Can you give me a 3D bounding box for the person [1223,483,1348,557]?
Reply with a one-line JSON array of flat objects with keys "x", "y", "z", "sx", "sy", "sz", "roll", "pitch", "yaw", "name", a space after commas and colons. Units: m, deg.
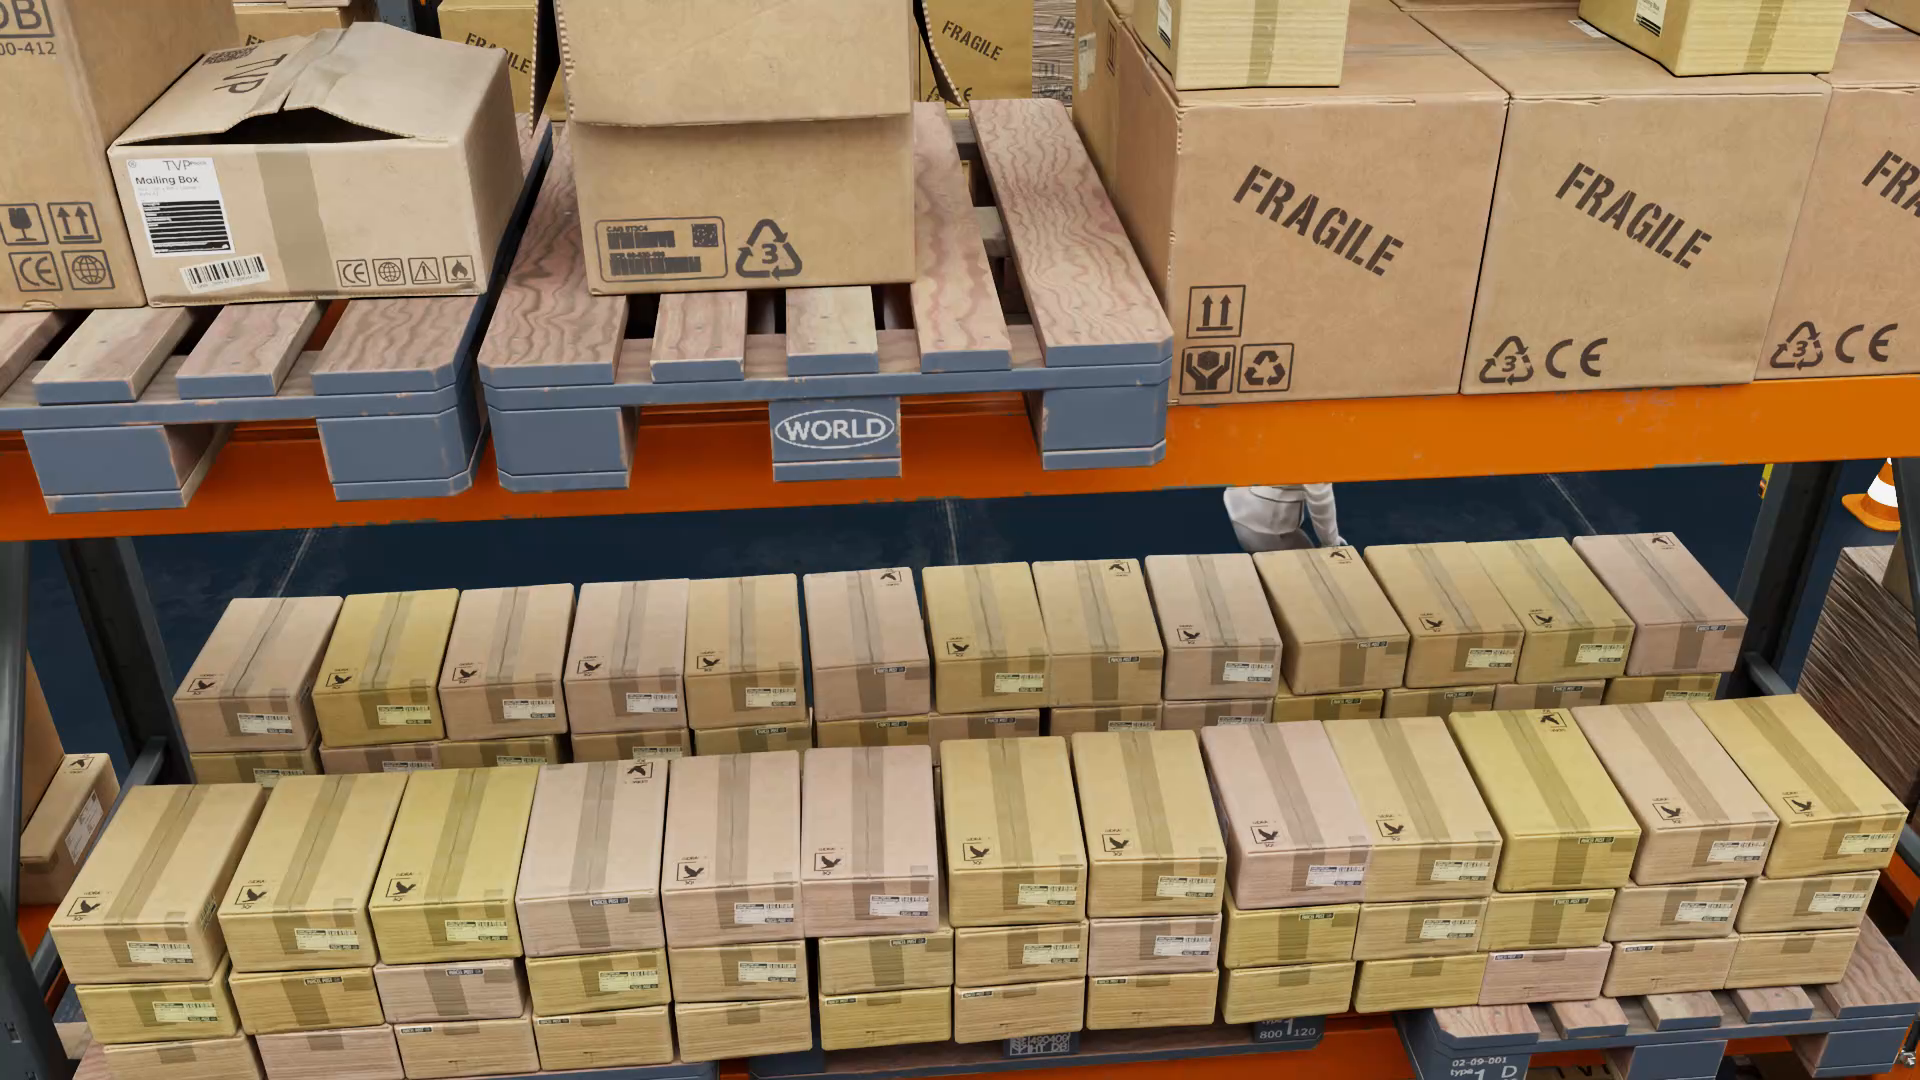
[{"x": 1.288, "y": -0.103, "z": 6.415, "sx": 0.548, "sy": 1.559, "sz": 0.520, "roll": -2, "pitch": 31, "yaw": -4, "name": "person"}]
